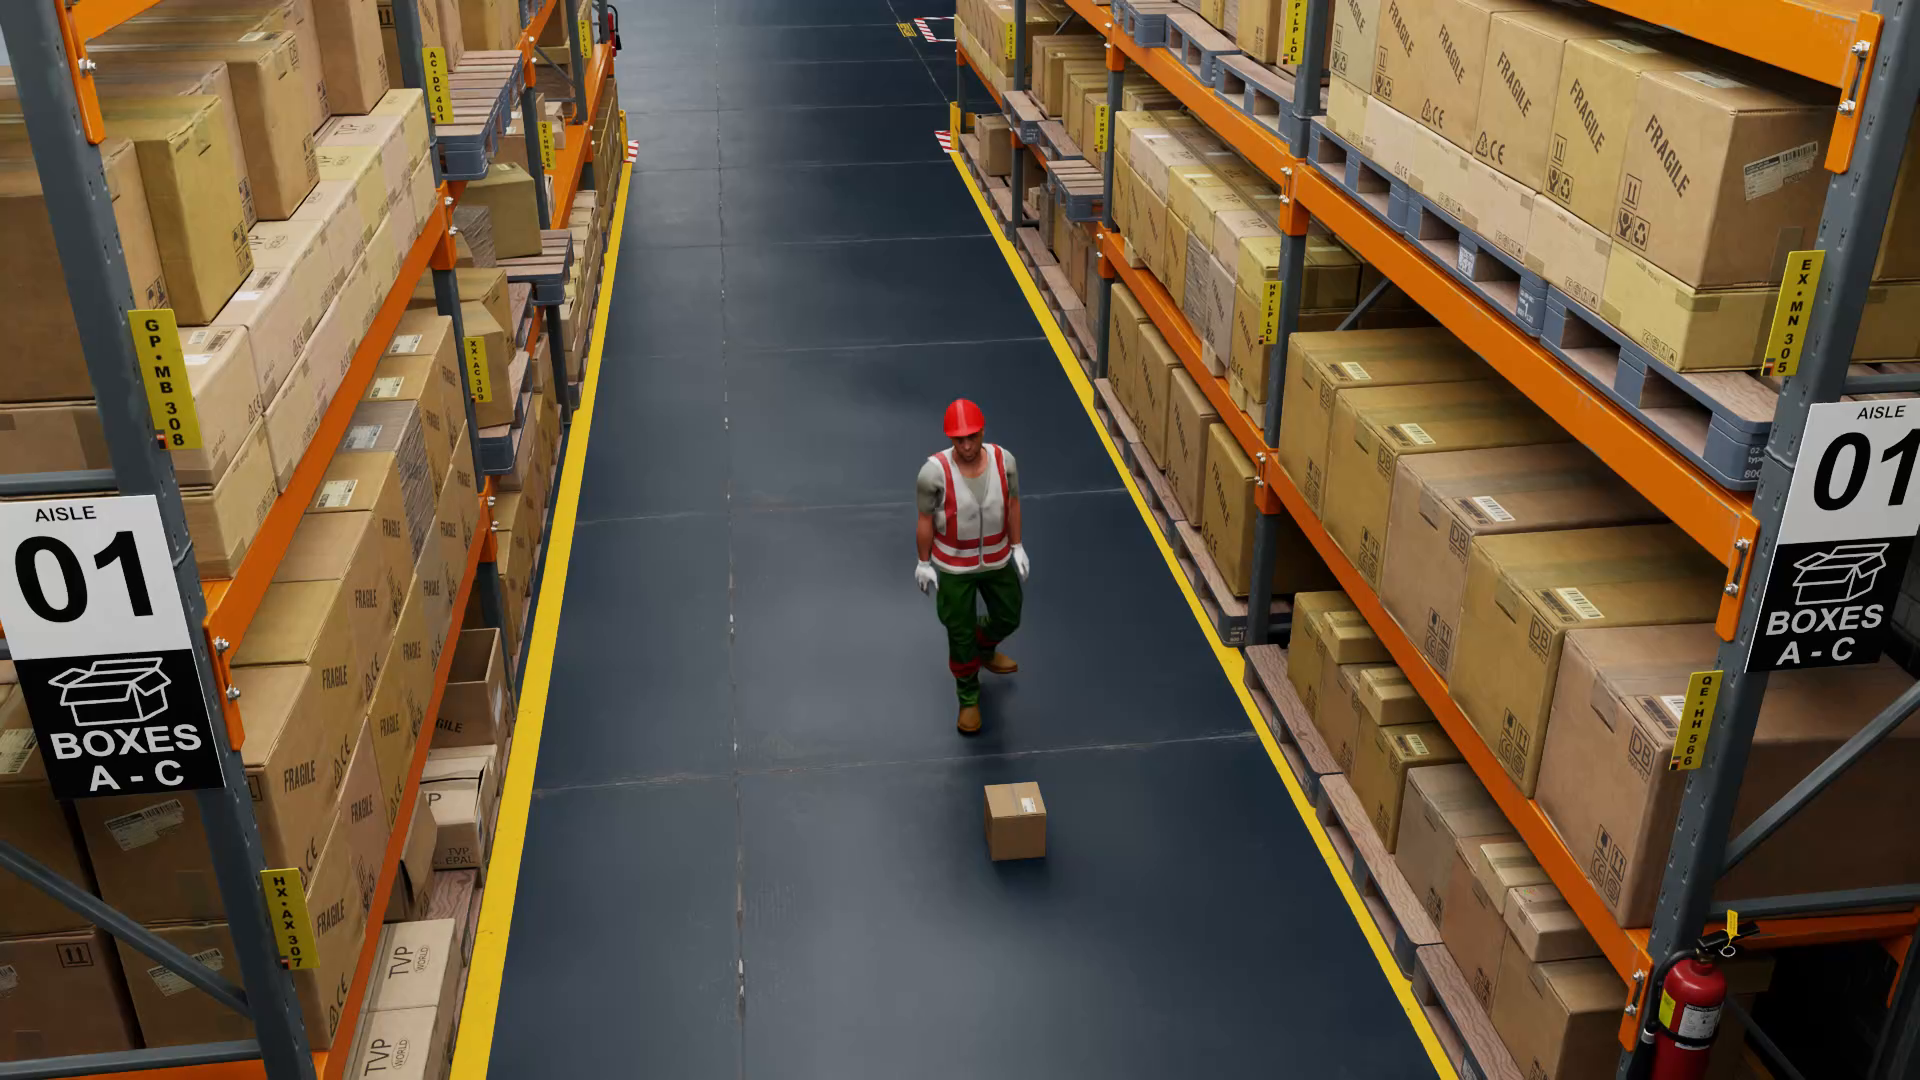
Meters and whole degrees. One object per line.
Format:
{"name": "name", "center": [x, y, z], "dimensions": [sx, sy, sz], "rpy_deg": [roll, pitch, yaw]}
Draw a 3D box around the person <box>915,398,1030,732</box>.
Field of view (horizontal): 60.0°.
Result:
{"name": "person", "center": [0.064, 0.072, 8.427], "dimensions": [0.622, 1.785, 0.601], "rpy_deg": [-9, 28, -18]}
